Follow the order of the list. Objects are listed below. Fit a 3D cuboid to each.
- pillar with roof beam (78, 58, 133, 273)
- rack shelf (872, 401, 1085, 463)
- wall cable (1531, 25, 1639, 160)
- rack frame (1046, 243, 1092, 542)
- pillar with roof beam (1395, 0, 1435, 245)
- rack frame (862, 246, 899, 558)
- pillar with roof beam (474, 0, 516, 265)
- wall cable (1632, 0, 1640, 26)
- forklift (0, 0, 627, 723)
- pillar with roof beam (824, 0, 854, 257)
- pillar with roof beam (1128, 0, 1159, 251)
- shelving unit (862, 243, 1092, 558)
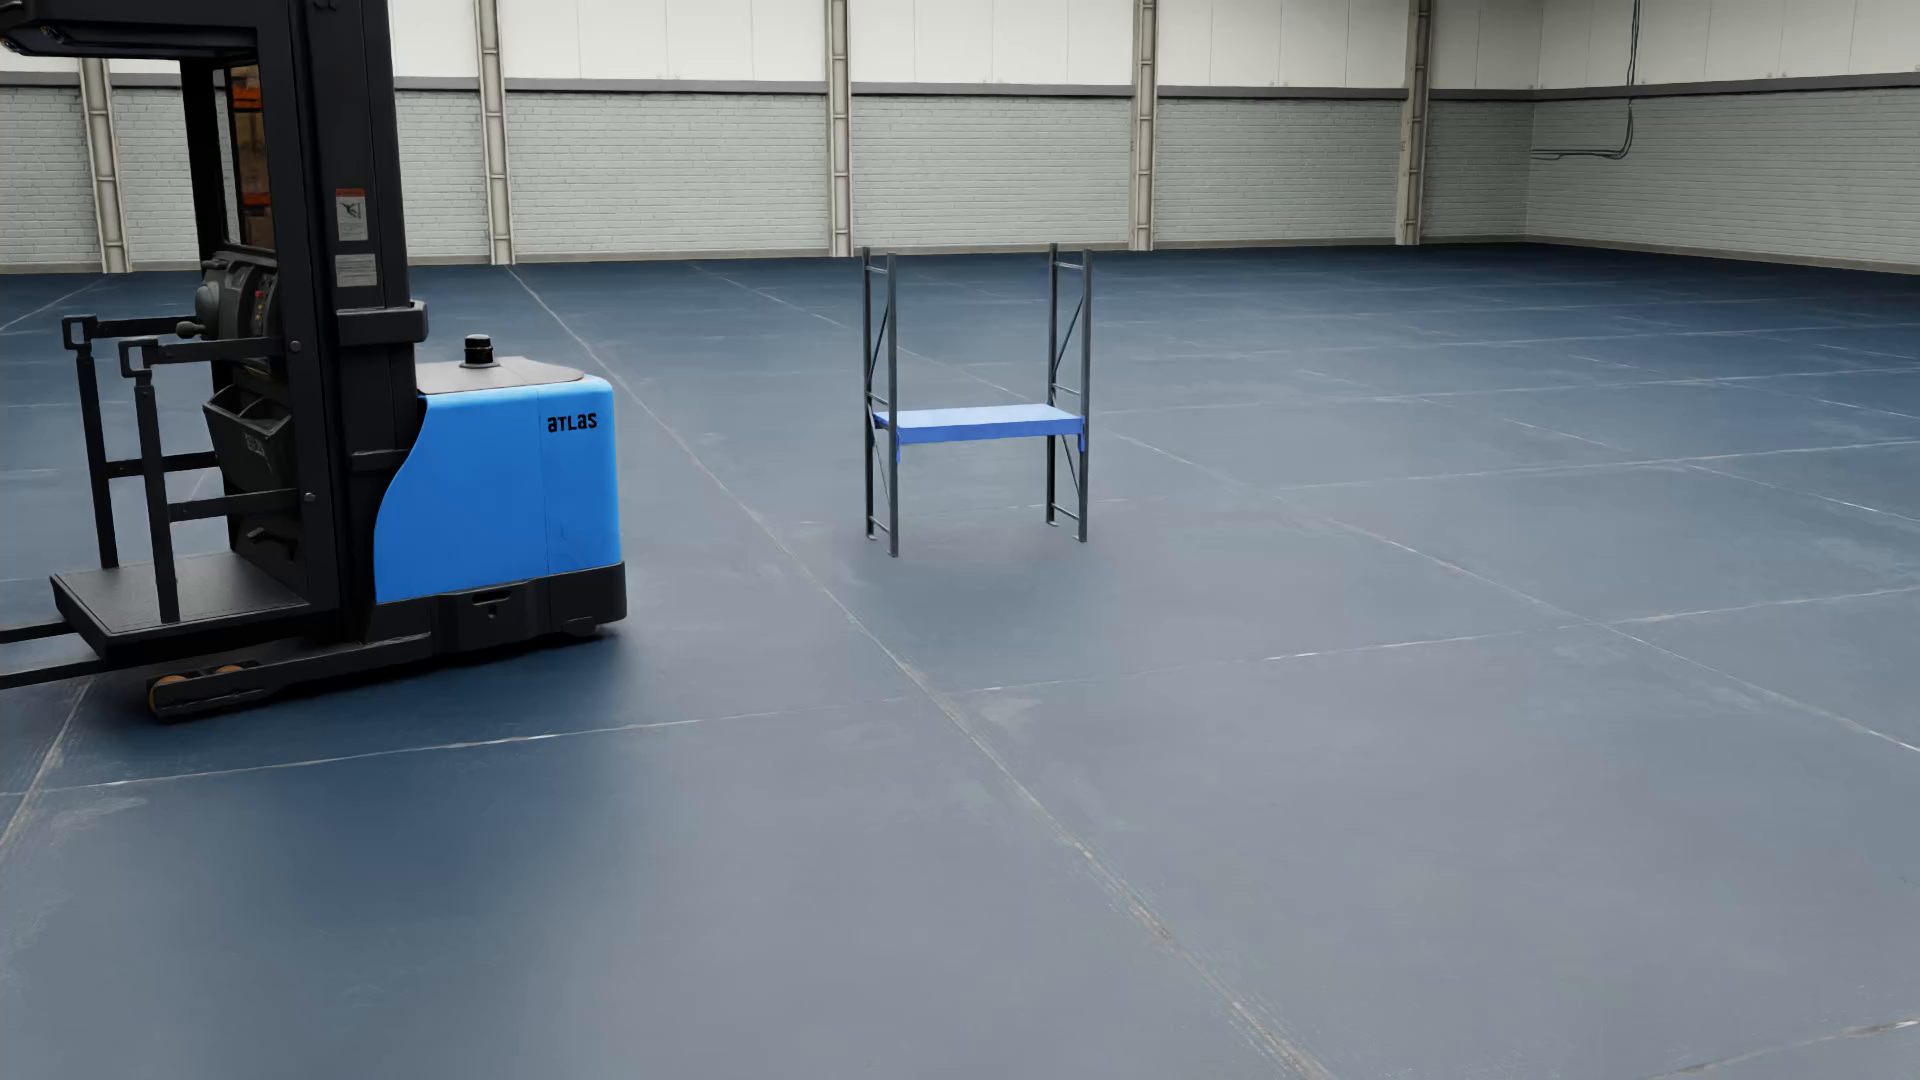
[{"bbox_3d":[-12.180,-7.744,21.754,0.400,9.000,9.100,-4,14,-18],"label":"pillar with roof beam"},{"bbox_3d":[0.081,-0.561,8.537,1.000,0.185,0.538,-4,14,-18],"label":"rack shelf"},{"bbox_3d":[12.408,-8.877,33.224,0.112,2.526,3.097,-4,14,-18],"label":"wall cable"},{"bbox_3d":[0.563,-0.773,8.653,0.032,1.500,0.500,-4,14,-18],"label":"rack frame"},{"bbox_3d":[10.567,-9.516,29.201,0.400,9.000,9.100,-4,14,-18],"label":"pillar with roof beam"},{"bbox_3d":[-0.401,-0.698,8.338,0.032,1.500,0.500,-4,14,-18],"label":"rack frame"},{"bbox_3d":[-6.493,-8.187,23.616,0.400,9.000,9.100,-4,14,-18],"label":"pillar with roof beam"},{"bbox_3d":[13.270,-10.740,30.146,0.112,2.526,3.097,-4,14,-18],"label":"wall cable"},{"bbox_3d":[-2.876,-0.913,6.149,3.031,2.935,1.130,-10,17,-36],"label":"forklift"},{"bbox_3d":[-0.807,-8.630,25.478,0.400,9.000,9.100,-4,14,-18],"label":"pillar with roof beam"},{"bbox_3d":[4.880,-9.073,27.339,0.400,9.000,9.100,-4,14,-18],"label":"pillar with roof beam"},{"bbox_3d":[0.081,-0.736,8.496,1.048,1.500,0.538,-4,14,-18],"label":"shelving unit"}]
